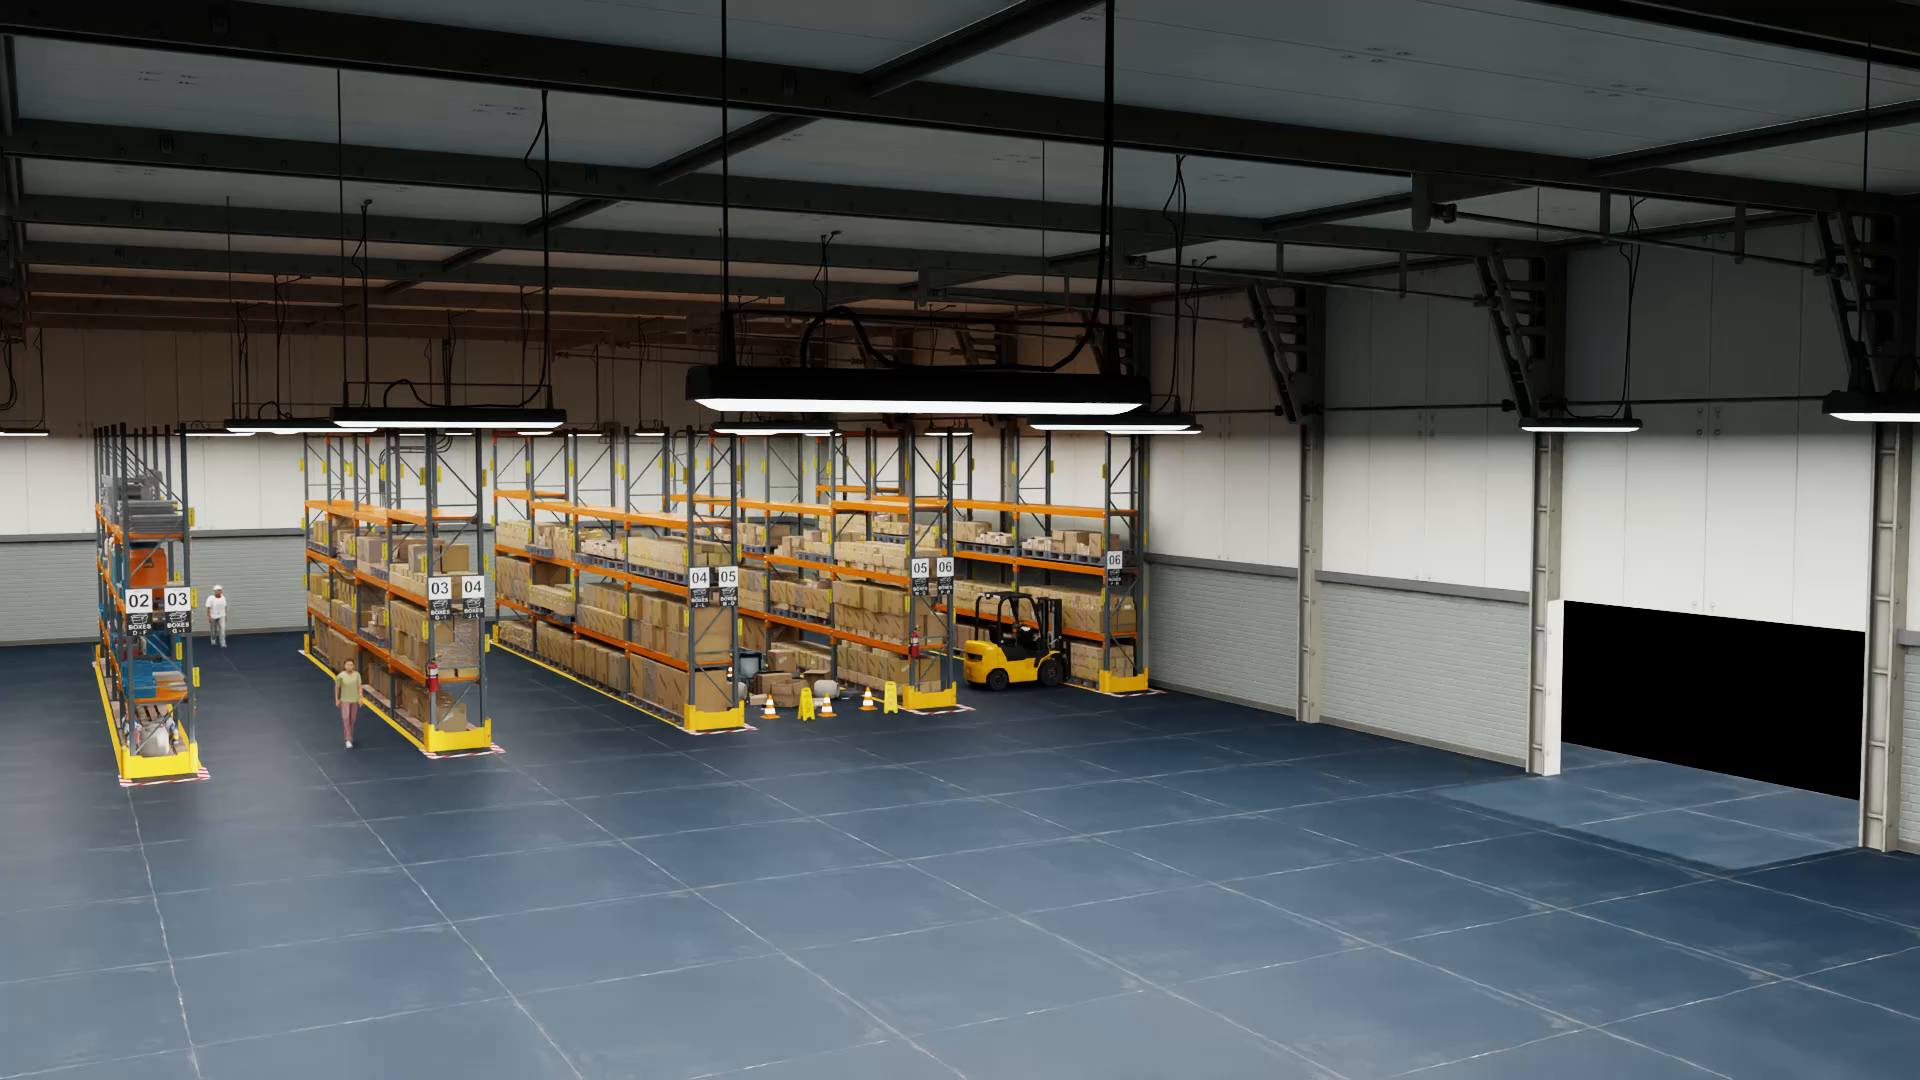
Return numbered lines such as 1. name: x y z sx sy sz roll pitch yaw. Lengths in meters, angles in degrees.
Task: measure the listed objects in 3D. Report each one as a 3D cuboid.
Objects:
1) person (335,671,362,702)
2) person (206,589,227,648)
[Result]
1. person: -11.401 2.738 31.041 0.456 0.588 0.305 -3 4 -39
2. person: -20.402 2.117 45.649 0.557 1.676 1.093 -2 4 -32
